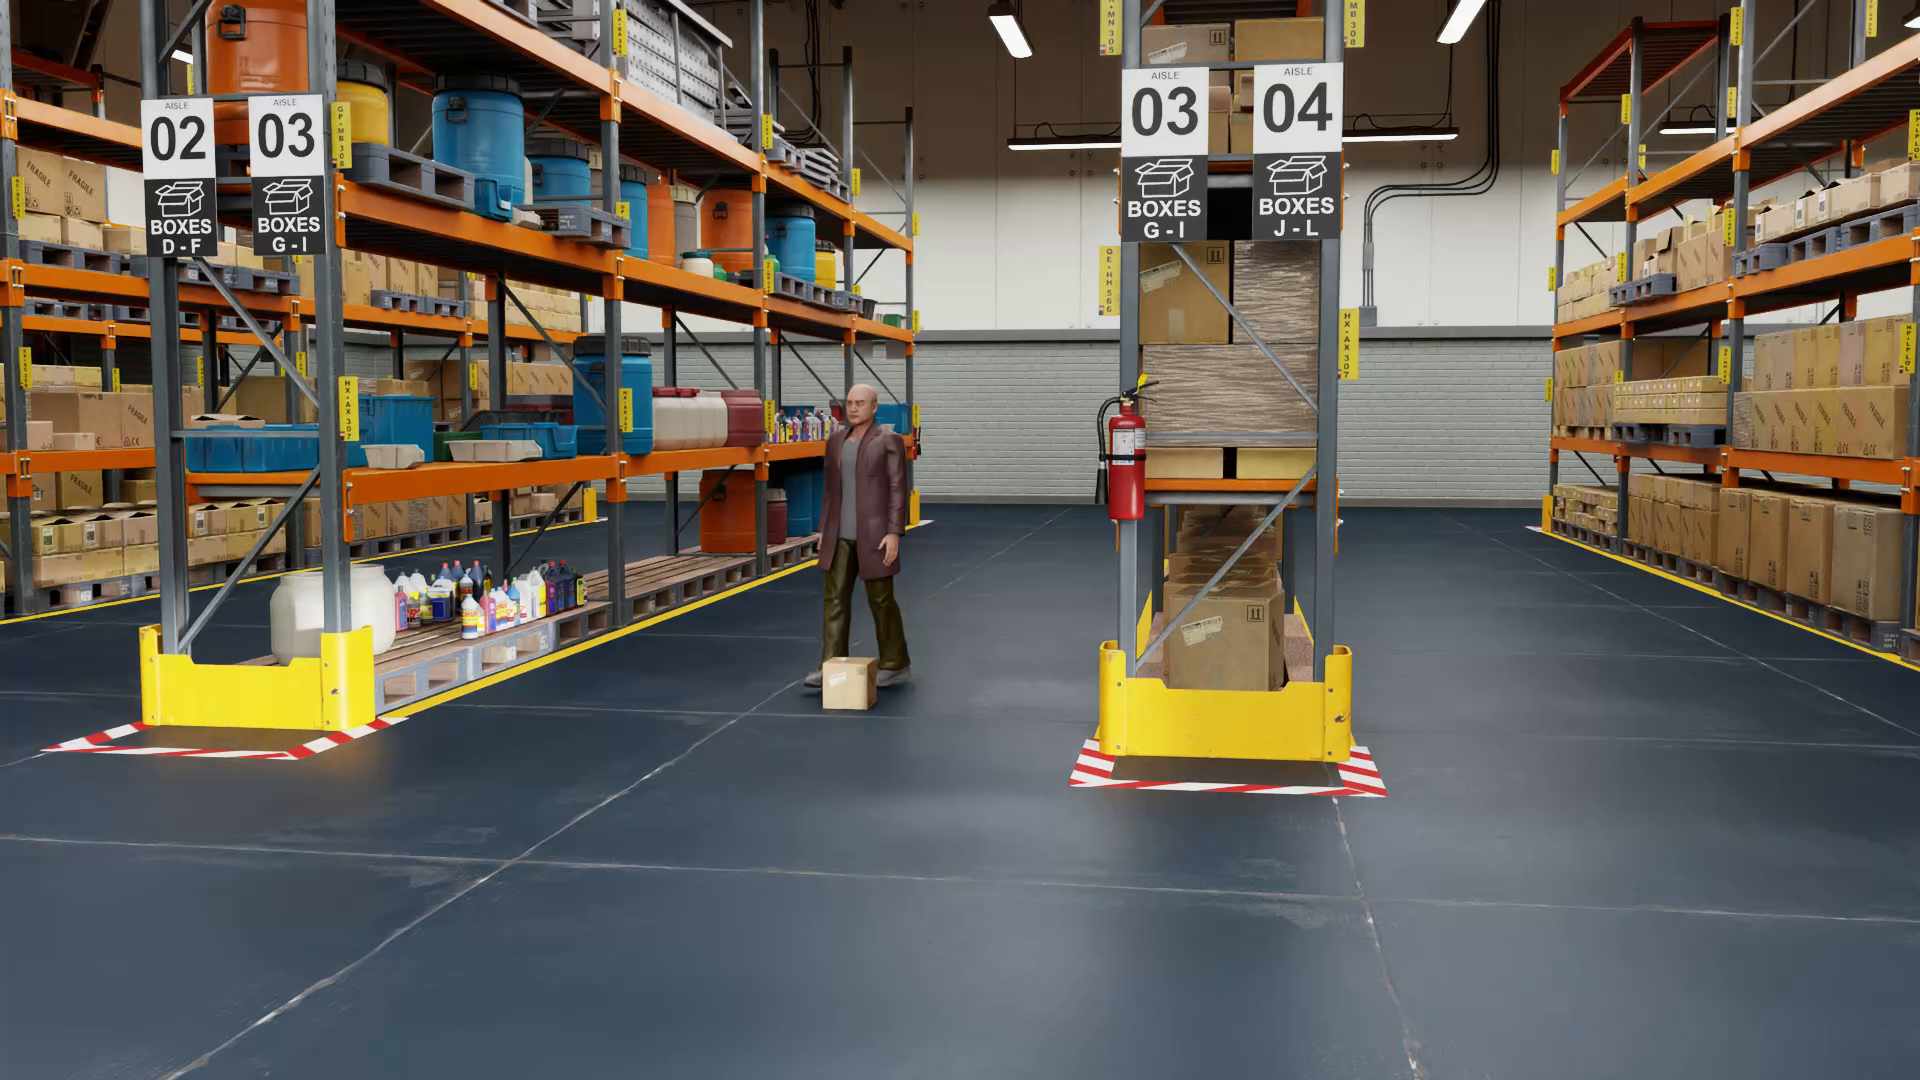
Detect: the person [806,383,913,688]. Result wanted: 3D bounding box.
[{"bbox_3d":[-0.598,-0.018,9.692,0.594,1.785,0.707,2,5,25],"label":"person"}]
